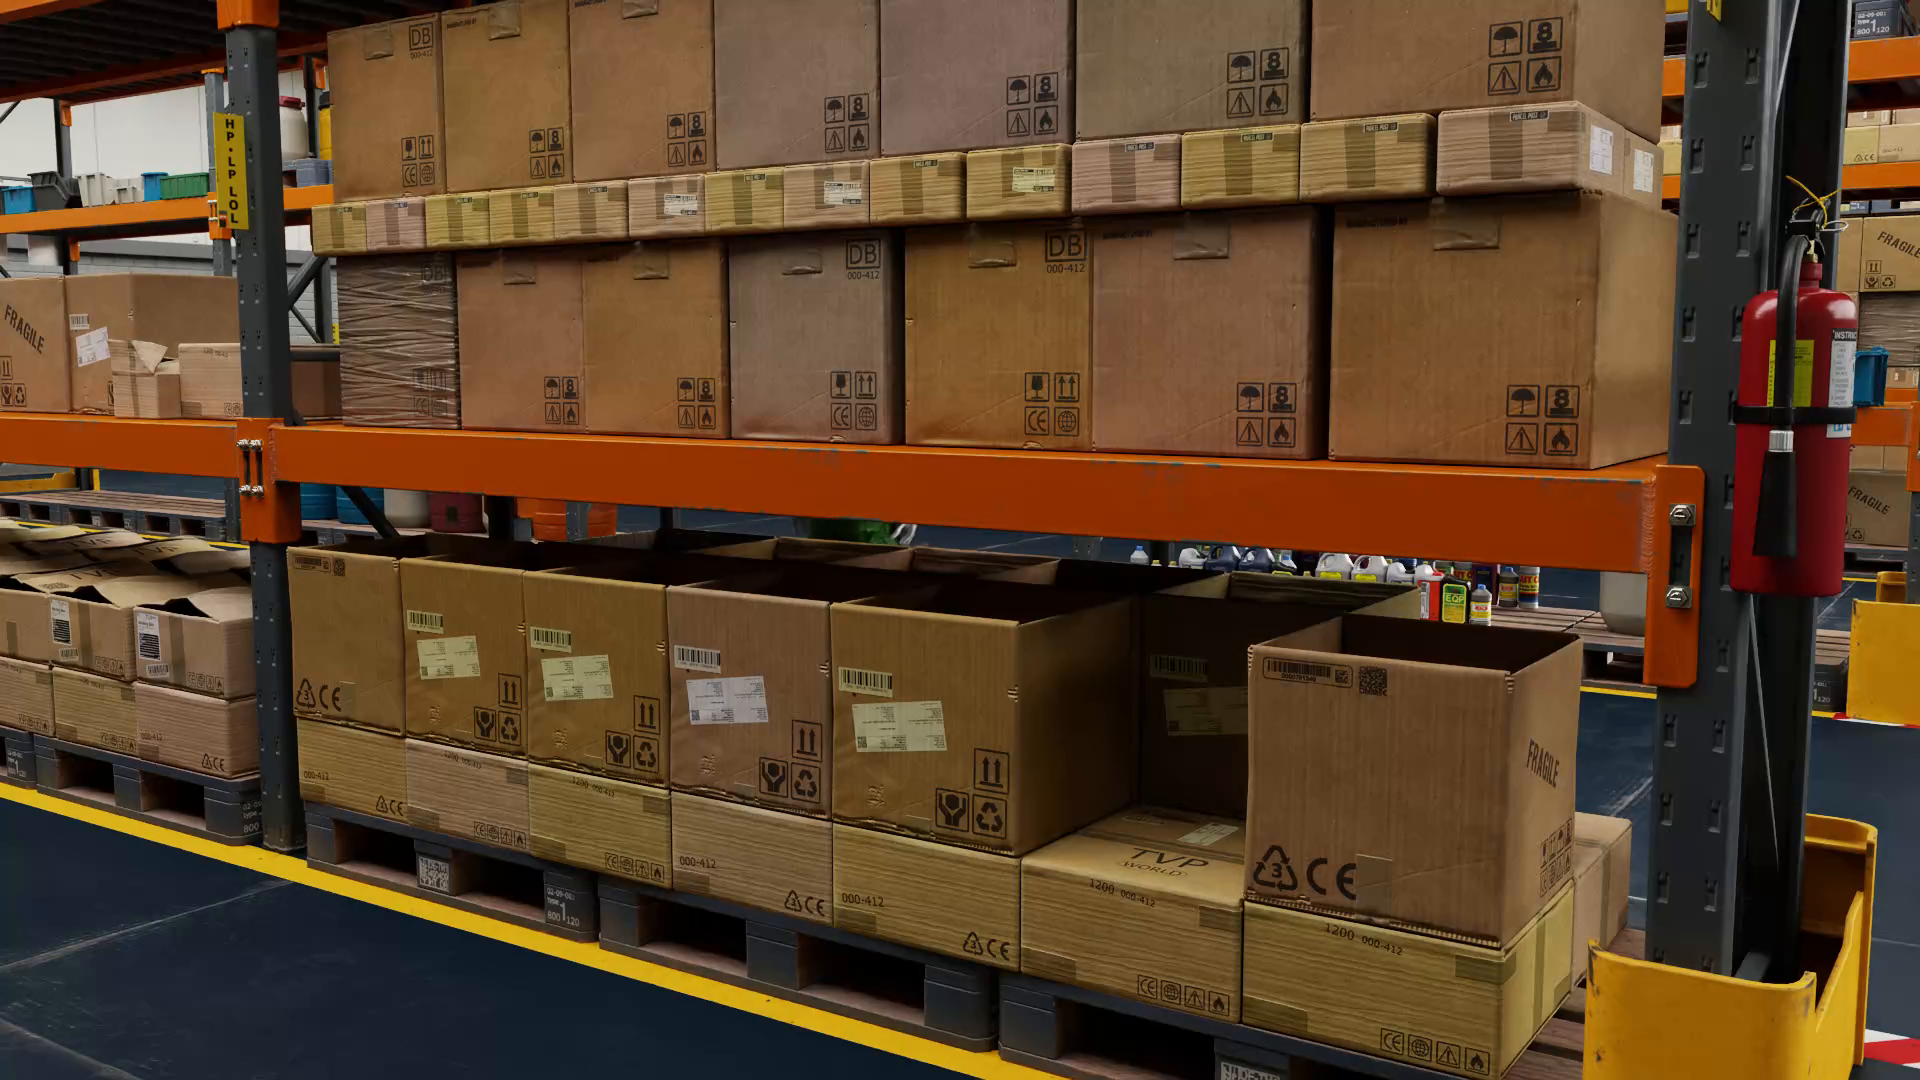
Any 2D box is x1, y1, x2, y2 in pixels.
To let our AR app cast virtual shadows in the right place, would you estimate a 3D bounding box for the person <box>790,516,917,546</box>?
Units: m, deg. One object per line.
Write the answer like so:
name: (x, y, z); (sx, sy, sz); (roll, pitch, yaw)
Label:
person: (-0.445, -0.133, 6.884); (0.607, 1.777, 0.454); (4, 7, 31)
